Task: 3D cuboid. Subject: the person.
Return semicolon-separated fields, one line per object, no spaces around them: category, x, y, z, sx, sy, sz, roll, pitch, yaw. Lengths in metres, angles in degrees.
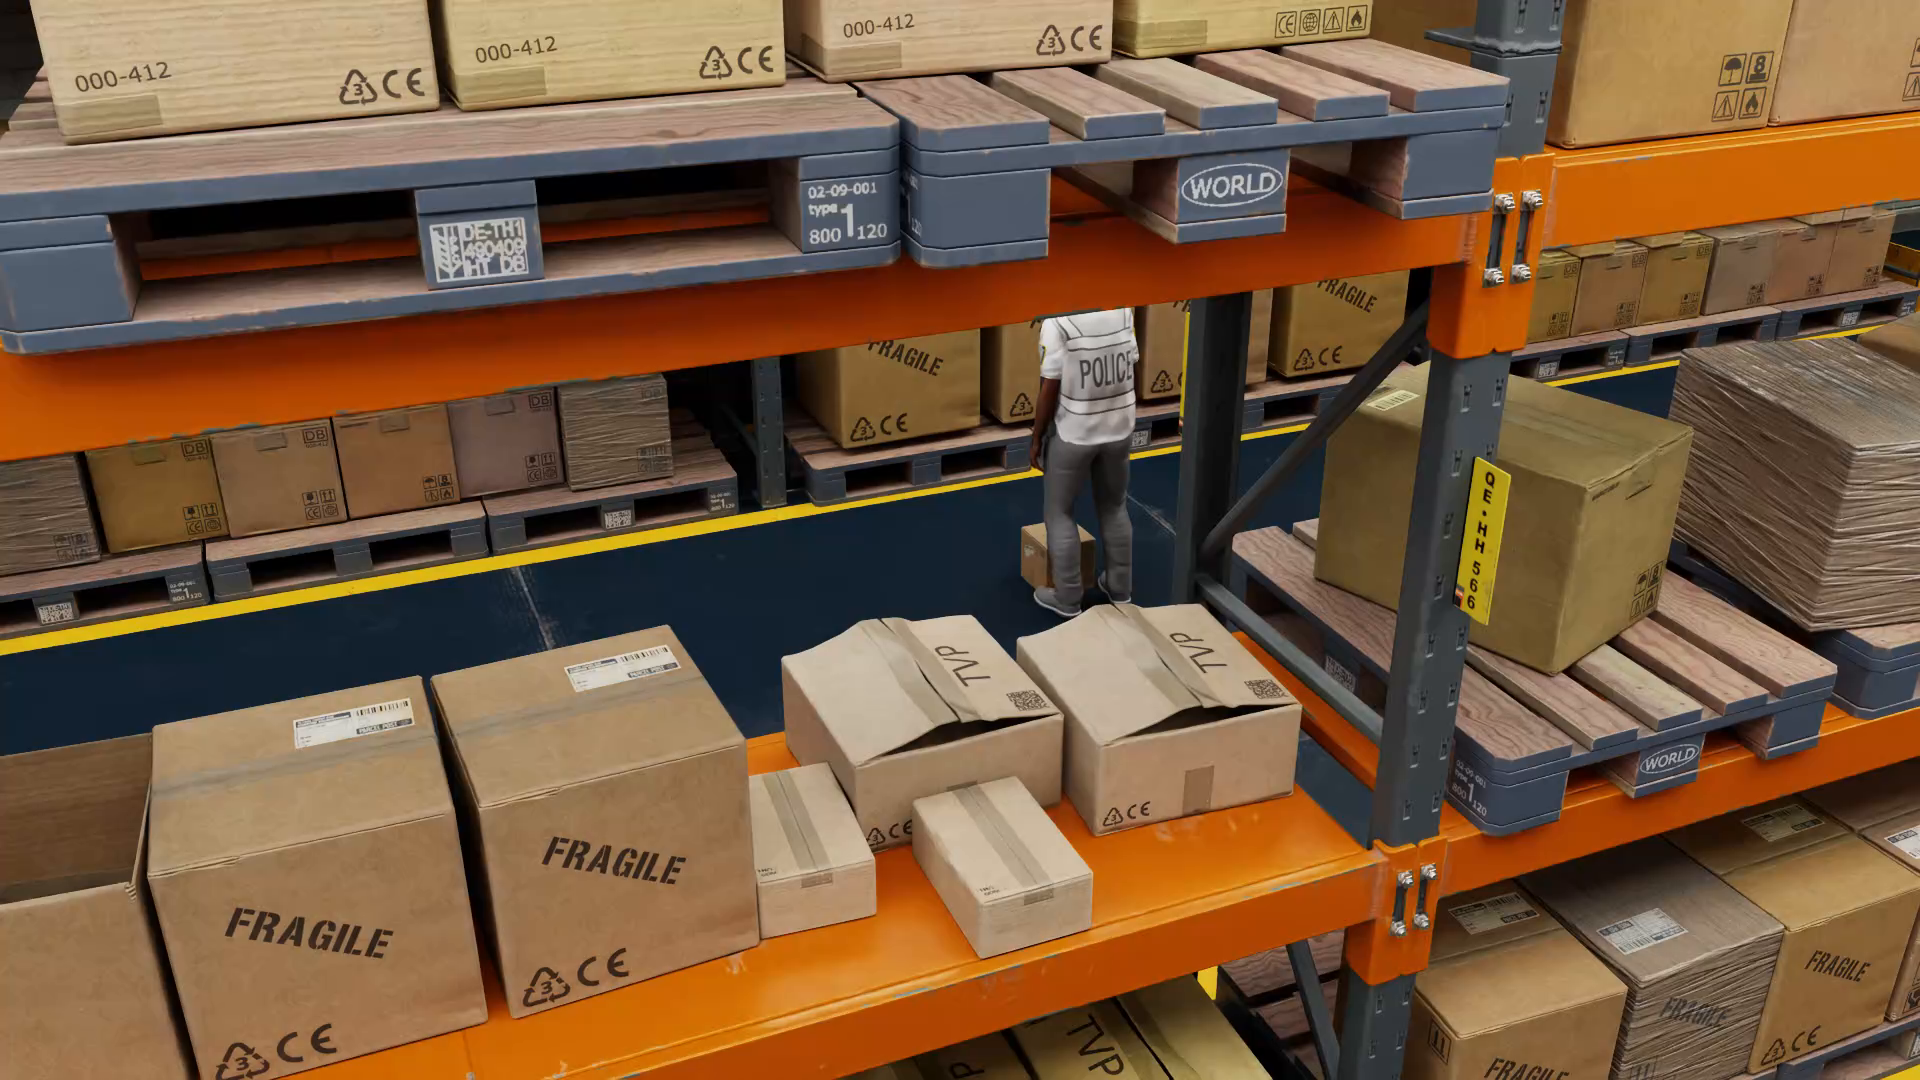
person;0.540;-0.460;7.048;0.532;1.663;0.394;-12;29;-23
